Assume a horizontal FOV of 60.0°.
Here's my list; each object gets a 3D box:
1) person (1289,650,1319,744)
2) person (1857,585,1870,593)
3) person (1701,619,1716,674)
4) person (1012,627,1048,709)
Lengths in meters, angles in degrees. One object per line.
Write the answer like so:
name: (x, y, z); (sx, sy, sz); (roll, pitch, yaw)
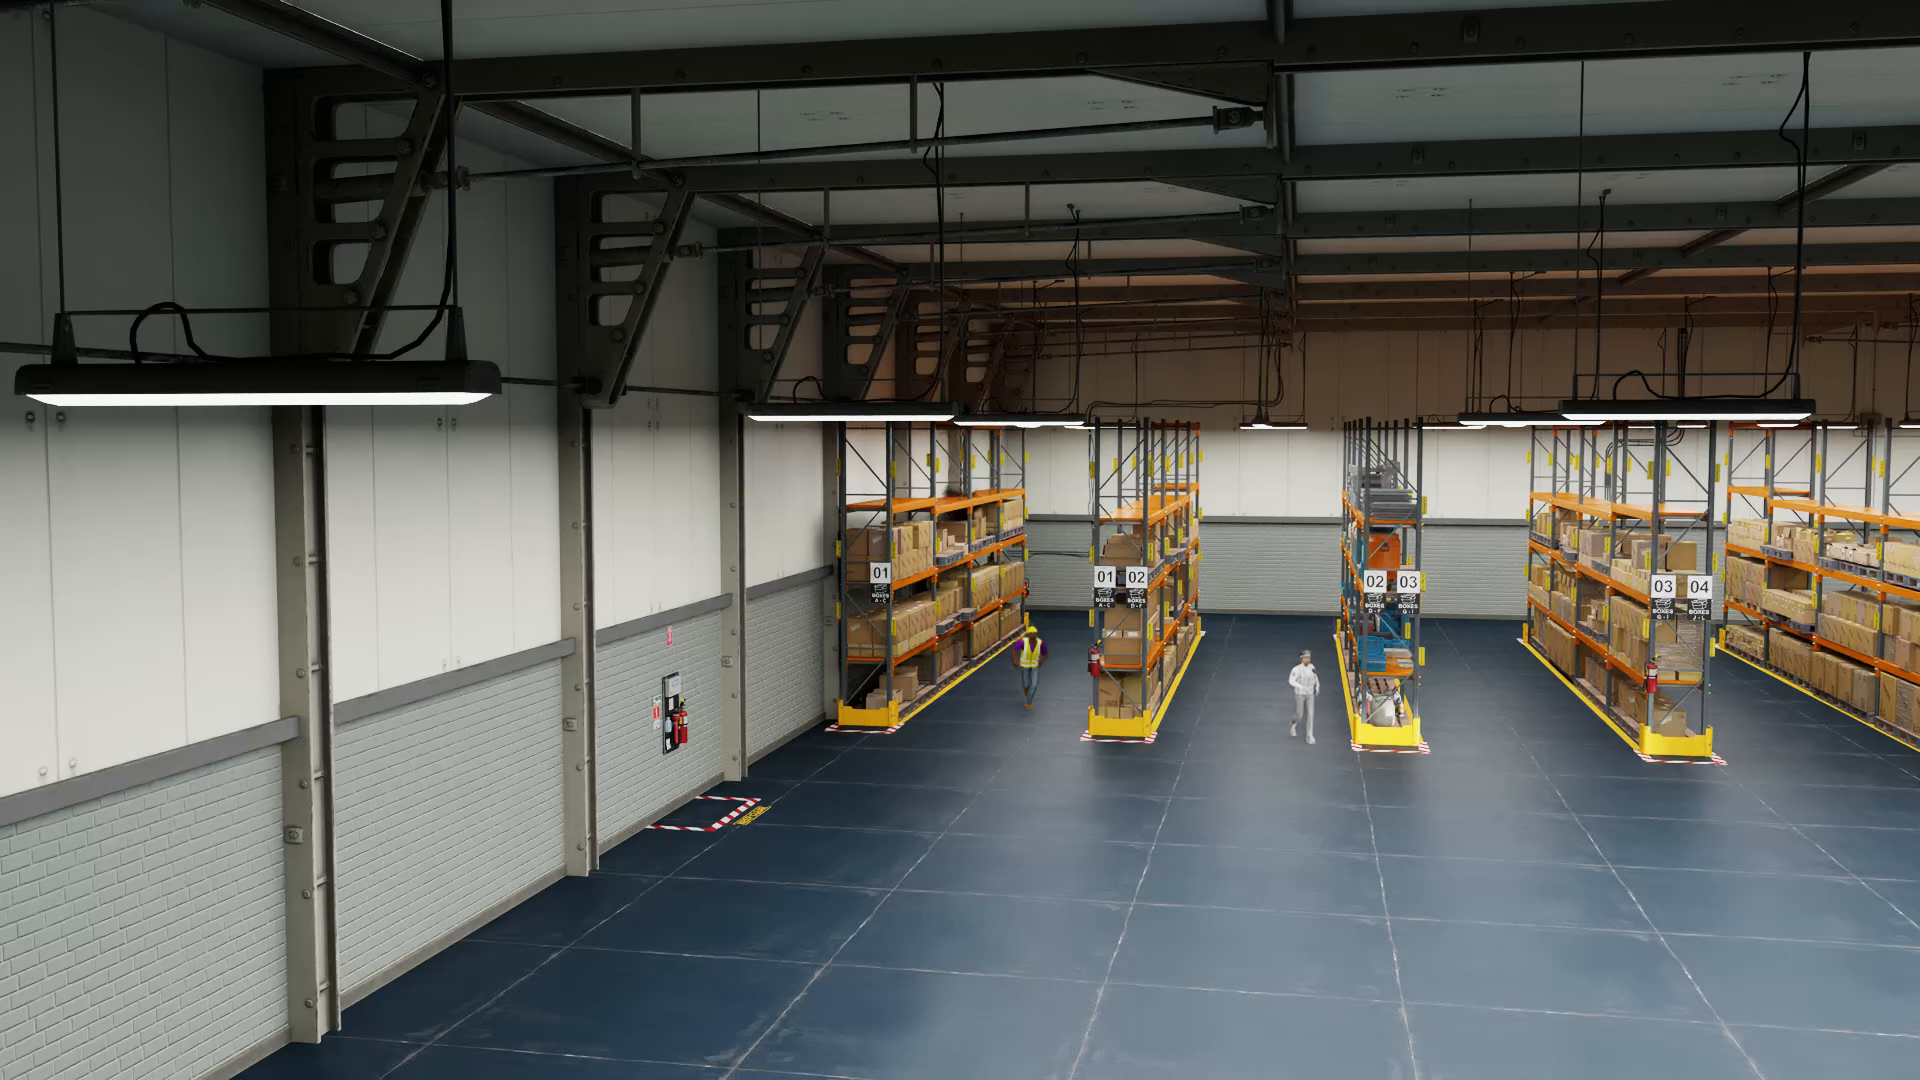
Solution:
person: (6.377, 2.882, 30.852); (0.649, 1.706, 0.817); (-1, 4, -19)
person: (24.249, 1.983, 44.754); (0.739, 1.774, 0.678); (1, 4, 14)
person: (17.640, 2.403, 39.425); (0.574, 1.550, 0.565); (1, 4, 11)
person: (1.452, 2.643, 34.579); (0.741, 1.716, 0.698); (0, 4, -5)
